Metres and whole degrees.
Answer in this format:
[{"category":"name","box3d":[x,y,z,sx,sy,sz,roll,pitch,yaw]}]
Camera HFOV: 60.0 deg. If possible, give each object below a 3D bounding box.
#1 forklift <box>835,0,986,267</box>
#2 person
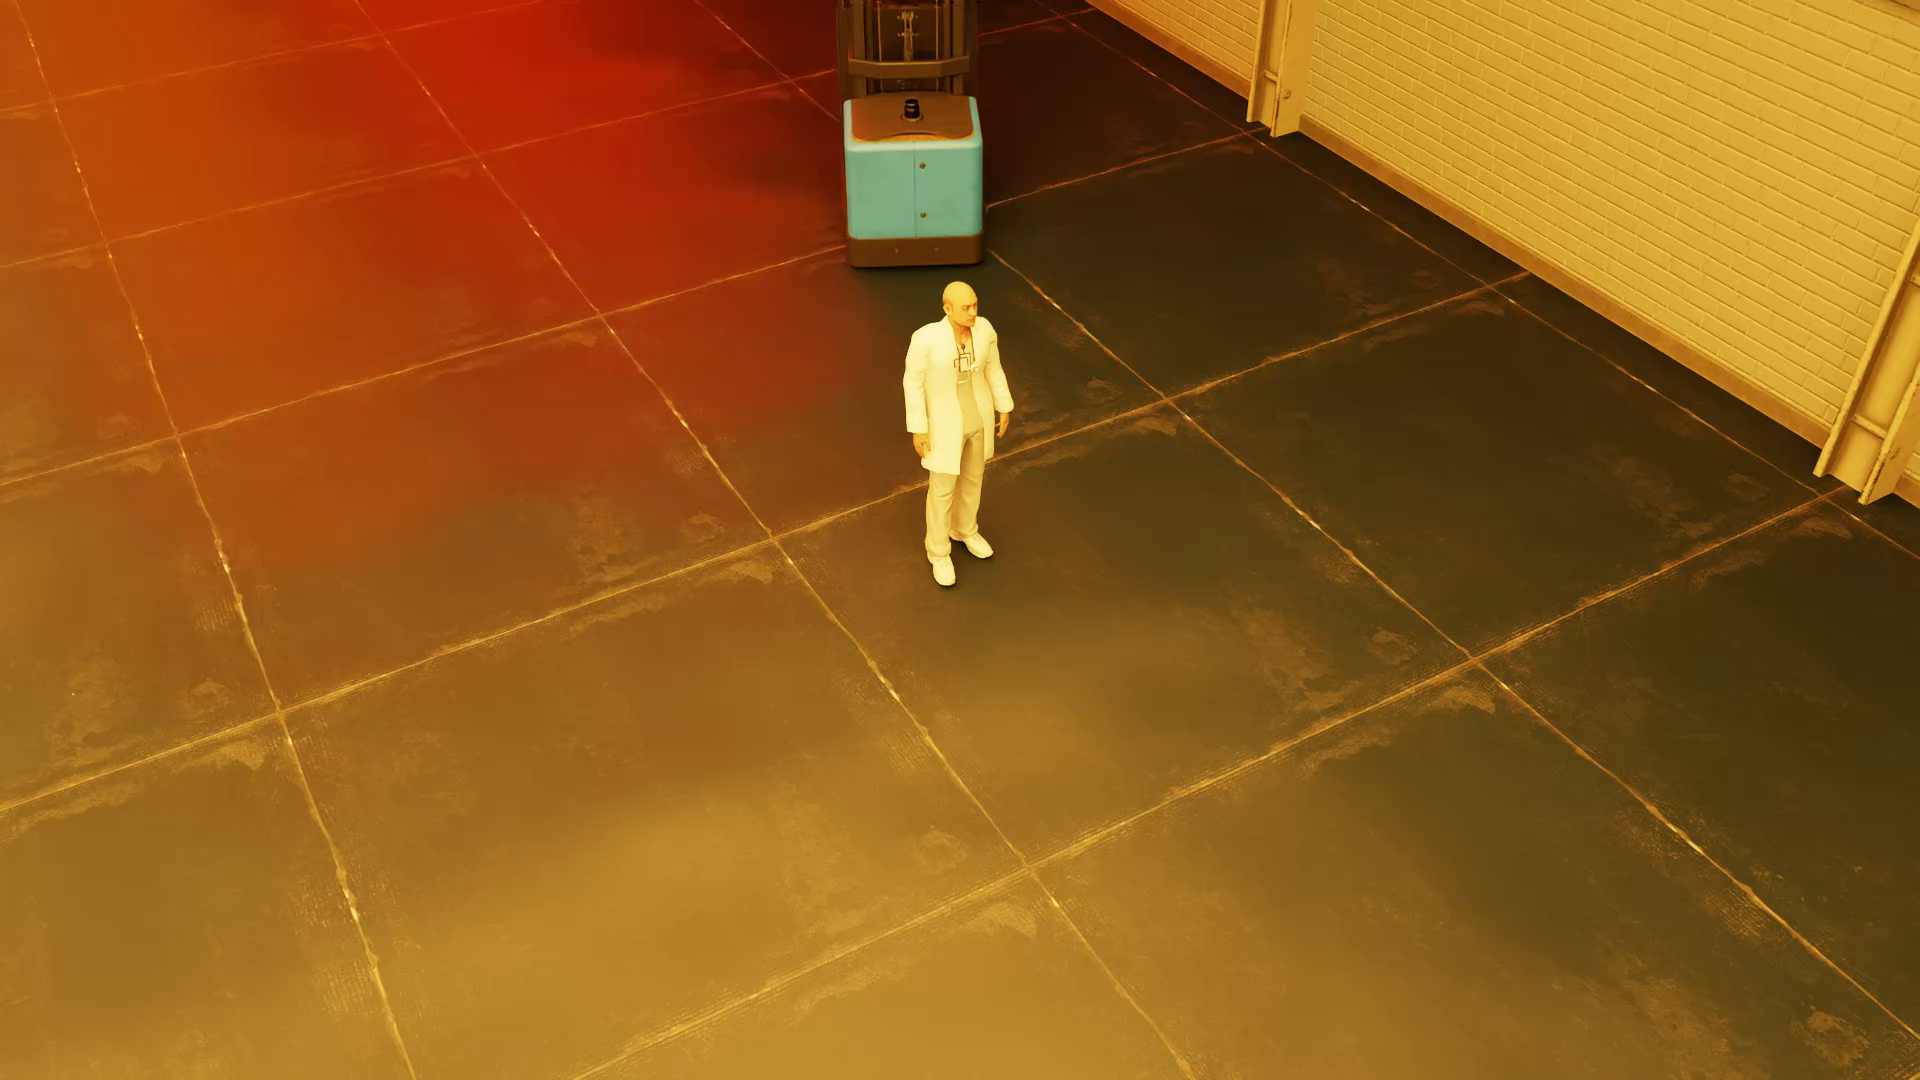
[{"category":"forklift","box3d":[-0.427,-4.144,13.032,1.130,2.935,3.031,-2,40,-3]},{"category":"person","box3d":[0.043,-0.638,9.697,0.698,1.778,0.578,-20,44,-23]}]
